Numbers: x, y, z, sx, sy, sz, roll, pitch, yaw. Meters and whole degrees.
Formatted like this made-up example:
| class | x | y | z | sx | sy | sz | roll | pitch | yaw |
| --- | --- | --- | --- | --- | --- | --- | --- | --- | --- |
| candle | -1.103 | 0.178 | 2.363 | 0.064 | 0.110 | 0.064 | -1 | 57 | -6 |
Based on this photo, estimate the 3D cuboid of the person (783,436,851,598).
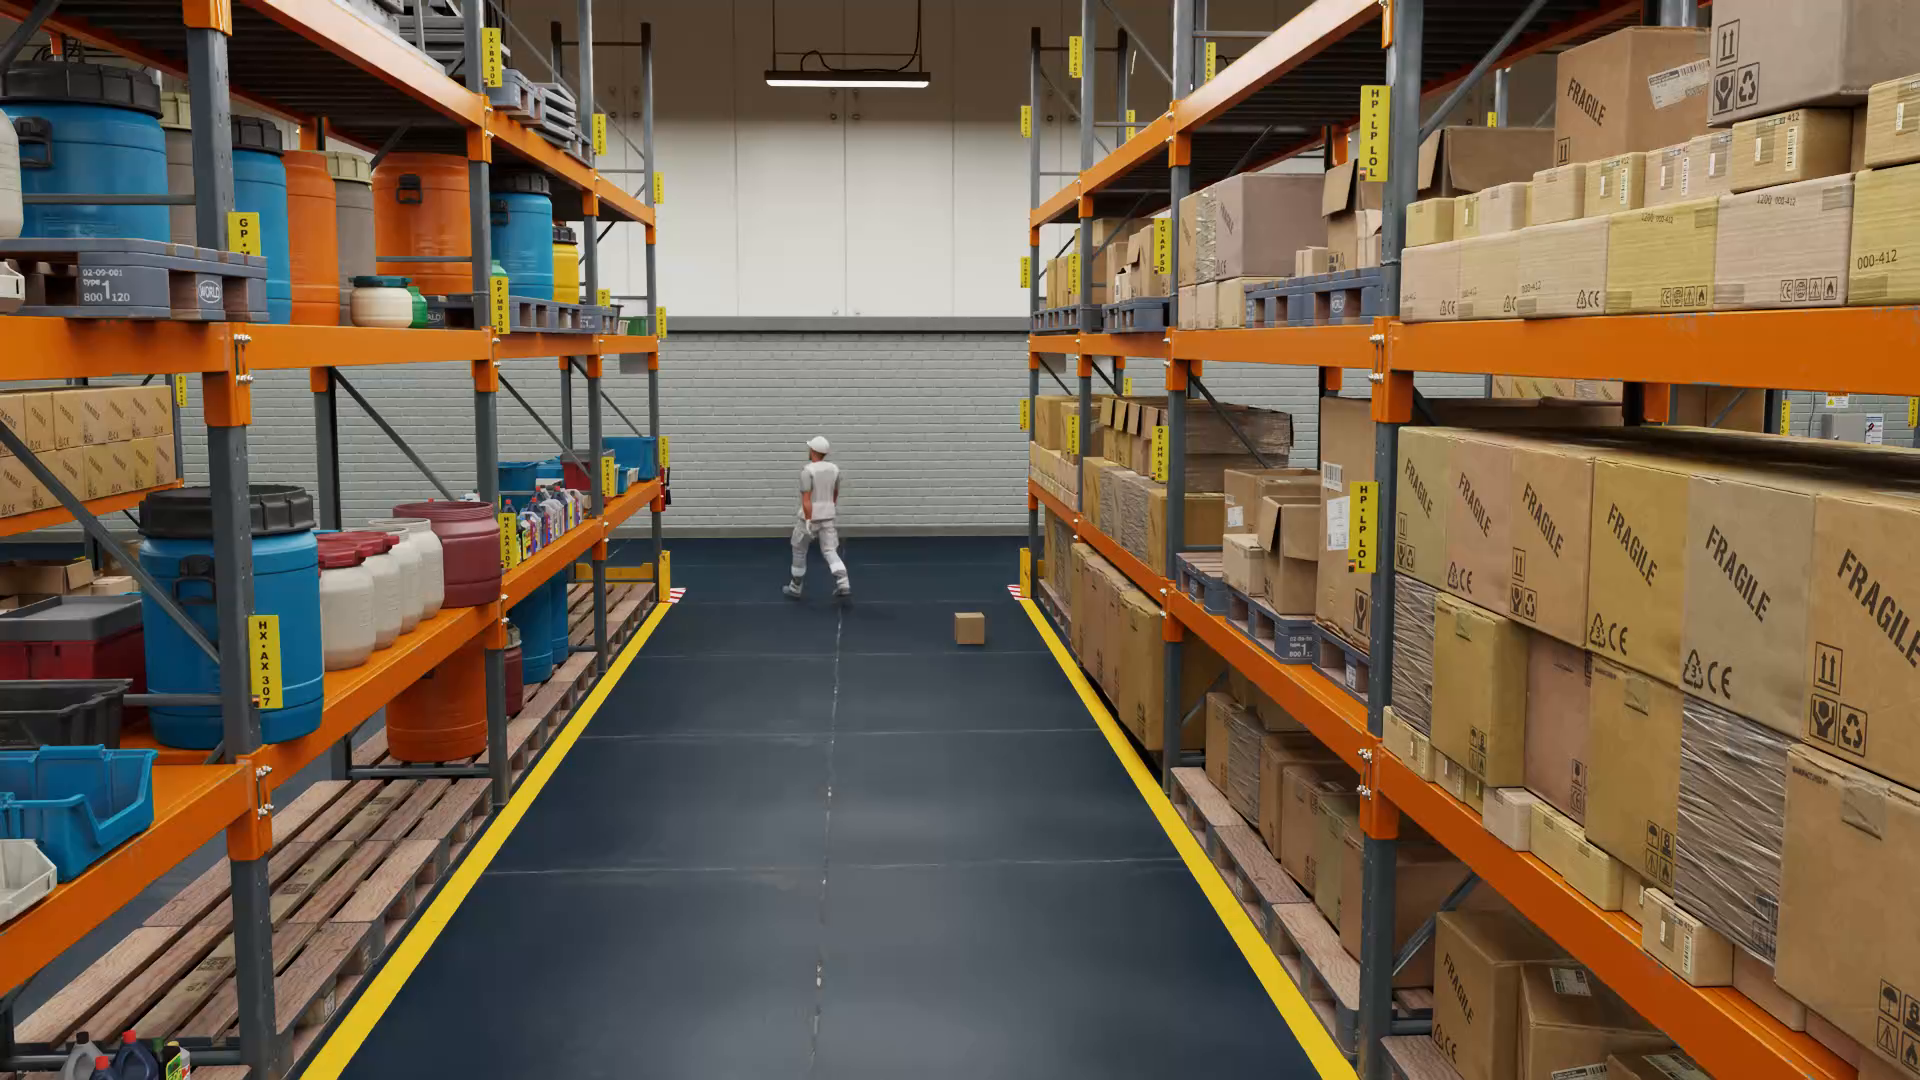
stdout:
| class | x | y | z | sx | sy | sz | roll | pitch | yaw |
| --- | --- | --- | --- | --- | --- | --- | --- | --- | --- |
| person | -1.526 | -0.231 | 17.608 | 0.524 | 1.742 | 1.013 | -5 | 8 | -36 |
